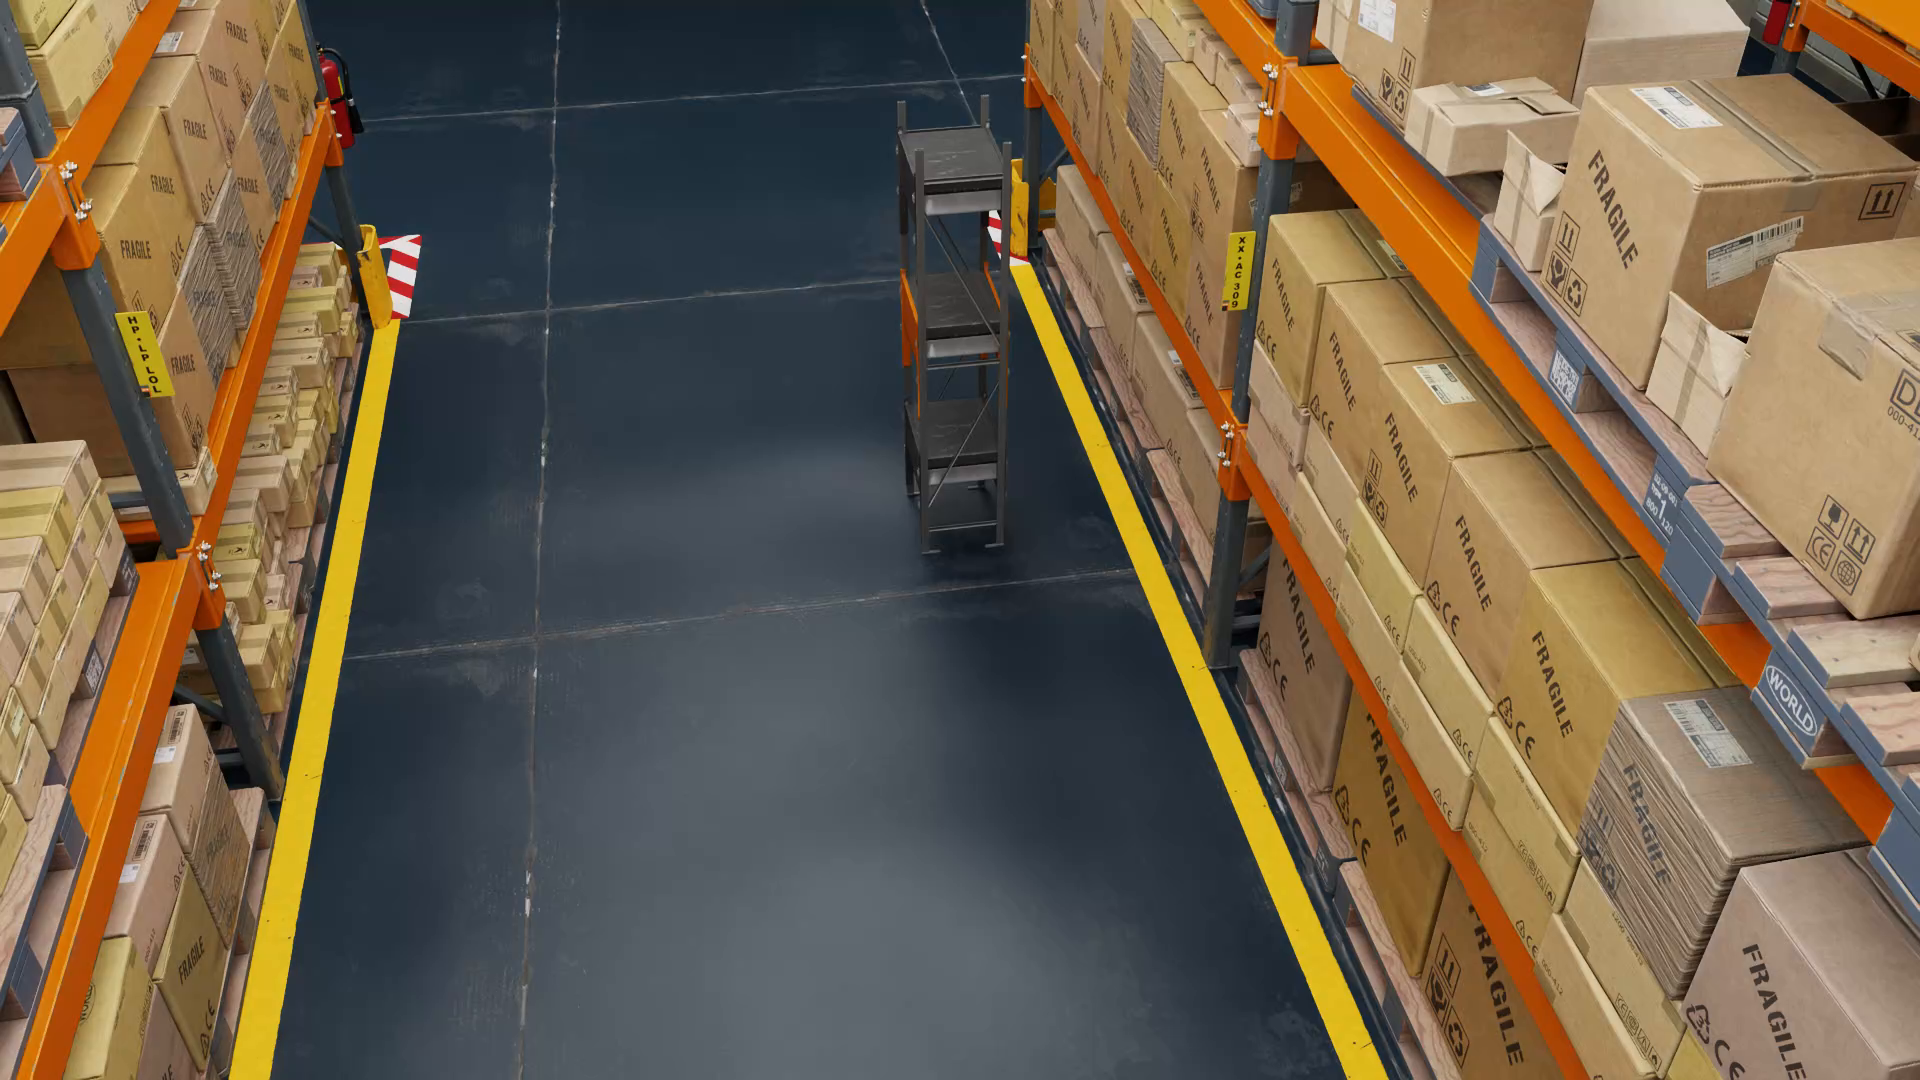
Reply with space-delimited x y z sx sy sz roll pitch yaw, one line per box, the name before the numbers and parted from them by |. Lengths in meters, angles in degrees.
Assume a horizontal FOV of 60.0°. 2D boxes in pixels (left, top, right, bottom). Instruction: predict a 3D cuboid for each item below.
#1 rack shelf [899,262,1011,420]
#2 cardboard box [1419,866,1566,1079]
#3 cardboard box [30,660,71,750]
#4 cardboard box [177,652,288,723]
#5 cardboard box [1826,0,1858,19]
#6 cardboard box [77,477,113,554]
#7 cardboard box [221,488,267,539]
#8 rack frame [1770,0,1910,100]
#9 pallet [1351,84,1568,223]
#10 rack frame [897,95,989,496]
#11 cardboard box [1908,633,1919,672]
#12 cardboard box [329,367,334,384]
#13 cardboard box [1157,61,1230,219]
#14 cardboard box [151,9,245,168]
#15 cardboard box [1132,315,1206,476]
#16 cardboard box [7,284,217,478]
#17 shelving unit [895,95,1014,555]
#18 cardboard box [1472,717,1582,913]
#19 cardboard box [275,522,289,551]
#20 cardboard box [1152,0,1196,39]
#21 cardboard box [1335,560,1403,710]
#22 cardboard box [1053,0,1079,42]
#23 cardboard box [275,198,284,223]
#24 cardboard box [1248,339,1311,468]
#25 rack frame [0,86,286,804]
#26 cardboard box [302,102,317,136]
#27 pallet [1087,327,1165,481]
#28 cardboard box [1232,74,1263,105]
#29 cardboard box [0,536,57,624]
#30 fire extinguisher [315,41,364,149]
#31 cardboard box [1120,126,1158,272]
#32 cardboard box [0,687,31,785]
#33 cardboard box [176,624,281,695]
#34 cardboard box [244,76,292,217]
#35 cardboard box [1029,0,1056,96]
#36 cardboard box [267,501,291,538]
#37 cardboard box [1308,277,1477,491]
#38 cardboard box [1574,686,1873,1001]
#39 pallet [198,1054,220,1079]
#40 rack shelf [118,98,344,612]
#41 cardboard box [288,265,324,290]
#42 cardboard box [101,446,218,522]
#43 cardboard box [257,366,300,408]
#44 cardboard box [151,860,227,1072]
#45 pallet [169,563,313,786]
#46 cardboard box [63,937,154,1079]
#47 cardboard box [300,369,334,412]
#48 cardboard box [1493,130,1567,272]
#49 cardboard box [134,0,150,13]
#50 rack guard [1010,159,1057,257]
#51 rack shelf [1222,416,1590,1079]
rack shelf | -0.029 -0.918 7.643 0.431 0.518 0.480 -6 38 -8
cardboard box | 2.098 1.432 5.251 0.875 0.875 0.875 -6 38 -7
cardboard box | -2.871 0.513 4.908 0.380 0.149 0.250 -8 39 -10
cardboard box | -3.015 0.607 6.905 0.380 0.149 0.250 -8 39 -10
cardboard box | 5.561 -3.317 10.179 0.380 0.149 0.250 -7 38 -8
cardboard box | -3.003 -0.063 5.407 0.380 0.149 0.250 -5 38 -7
cardboard box | -3.274 -0.079 7.303 0.380 0.149 0.250 -7 38 -9
rack frame | 5.773 -3.644 10.395 1.000 3.000 0.127 -6 38 -8
pallet | 1.798 -1.252 5.028 0.805 0.209 1.217 -8 39 -10
rack frame | -0.072 -1.077 7.824 0.400 2.100 0.015 -6 38 -8
cardboard box | 2.075 0.121 2.677 0.797 0.503 0.637 -8 39 -11
cardboard box | -3.508 -0.798 8.713 0.380 0.149 0.250 -6 38 -7
cardboard box | 1.153 -1.689 6.982 0.500 0.500 0.500 -7 38 -9
cardboard box | -3.359 -1.878 6.984 0.500 0.500 0.500 -7 38 -10
cardboard box | 1.427 -0.777 8.452 0.875 0.438 0.875 -7 38 -9
cardboard box | -3.106 -0.582 6.130 0.500 0.500 0.500 -7 38 -9
shelving unit | -0.029 -0.929 7.634 0.431 2.100 0.503 -6 38 -8
cardboard box | 1.751 0.704 4.513 0.500 0.250 0.500 -7 38 -9
cardboard box | -3.331 -0.005 7.693 0.380 0.149 0.250 -8 39 -10
cardboard box | 1.059 -2.313 7.257 0.380 0.149 0.250 -7 38 -9
cardboard box | 1.572 0.285 5.460 0.500 0.250 0.500 -7 38 -8
cardboard box | 0.789 -2.910 8.555 0.500 0.500 0.500 -7 38 -9
cardboard box | -3.483 -1.631 8.009 0.380 0.149 0.250 -8 39 -10
cardboard box | 1.388 -0.534 6.107 0.500 0.250 0.500 -7 38 -9
rack frame | -3.267 -0.098 5.832 1.000 3.000 0.127 -6 38 -8
cardboard box | -3.633 -2.249 8.804 0.380 0.149 0.250 -6 38 -8
pallet | 1.315 -0.797 9.004 1.003 0.211 1.213 -6 38 -8
cardboard box | 1.282 -1.705 6.475 0.380 0.149 0.250 -5 38 -7
cardboard box | -2.913 0.140 4.902 0.380 0.149 0.250 -7 38 -9
fire extinguisher | -3.558 -2.538 9.339 0.296 0.674 0.183 -6 38 -8
cardboard box | 1.057 -1.596 7.678 0.500 0.500 0.500 -7 38 -9
cardboard box | -2.818 0.568 4.594 0.380 0.149 0.250 -8 39 -10
cardboard box | -3.016 0.491 6.812 0.380 0.149 0.250 -5 38 -6
cardboard box | -3.453 -1.811 7.712 0.500 0.500 0.500 -6 38 -8
cardboard box | 0.689 -2.827 9.262 0.500 0.500 0.500 -7 38 -8
cardboard box | -3.296 -0.128 7.608 0.380 0.149 0.250 -5 38 -6
cardboard box | 1.499 -0.525 5.484 0.500 0.500 0.500 -6 38 -8
cardboard box | 1.844 0.697 3.912 0.500 0.500 0.500 -6 38 -7
pallet | -2.912 2.211 5.132 1.003 0.211 1.213 -6 38 -8
rack shelf | -3.618 -1.022 7.607 1.077 0.370 4.000 -6 38 -8
cardboard box | -3.639 -1.339 8.925 0.380 0.149 0.250 -6 38 -7
cardboard box | -2.995 -0.205 6.174 0.380 0.149 0.250 -5 38 -6
cardboard box | -3.446 -0.706 8.110 0.380 0.149 0.250 -7 38 -9
cardboard box | -2.800 1.453 5.530 0.500 0.500 0.500 -7 38 -9
pallet | -3.420 0.601 7.204 1.003 0.211 1.213 -6 38 -8
cardboard box | -2.704 1.479 4.885 0.500 0.250 0.500 -8 39 -10
cardboard box | -3.399 -0.759 8.421 0.380 0.149 0.250 -6 38 -7
cardboard box | 1.564 -0.848 4.119 0.396 0.266 0.258 -3 38 -4
cardboard box | -3.257 -2.150 6.150 0.500 0.250 0.500 -5 38 -6
rack guard | 0.883 -2.135 10.491 1.175 0.500 0.348 -6 38 -8
rack shelf | 1.939 0.800 5.261 1.077 0.370 4.000 -6 38 -8
